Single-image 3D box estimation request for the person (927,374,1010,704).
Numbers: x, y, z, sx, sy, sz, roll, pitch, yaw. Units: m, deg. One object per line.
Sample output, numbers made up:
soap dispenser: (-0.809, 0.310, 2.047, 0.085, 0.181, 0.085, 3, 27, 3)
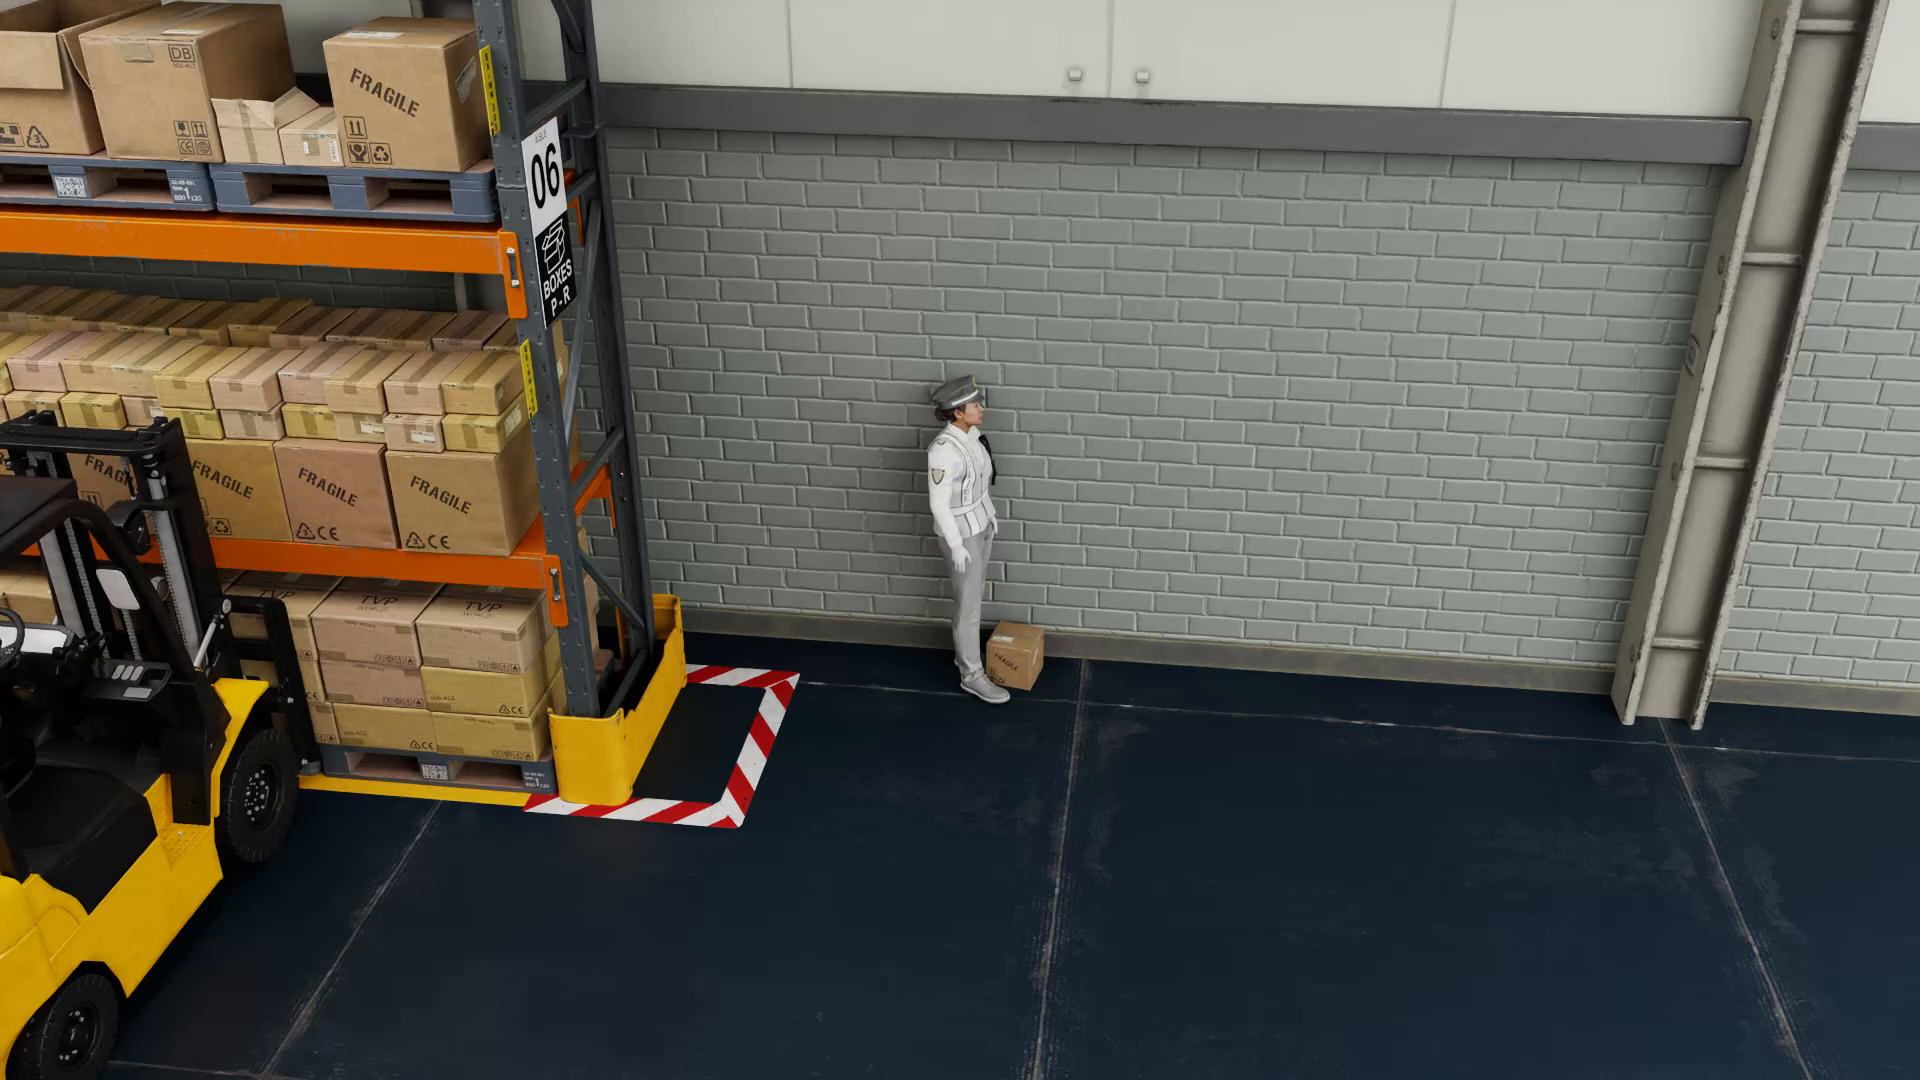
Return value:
person: (0.093, -0.041, 8.645, 0.531, 1.695, 0.587, 10, 30, 18)
